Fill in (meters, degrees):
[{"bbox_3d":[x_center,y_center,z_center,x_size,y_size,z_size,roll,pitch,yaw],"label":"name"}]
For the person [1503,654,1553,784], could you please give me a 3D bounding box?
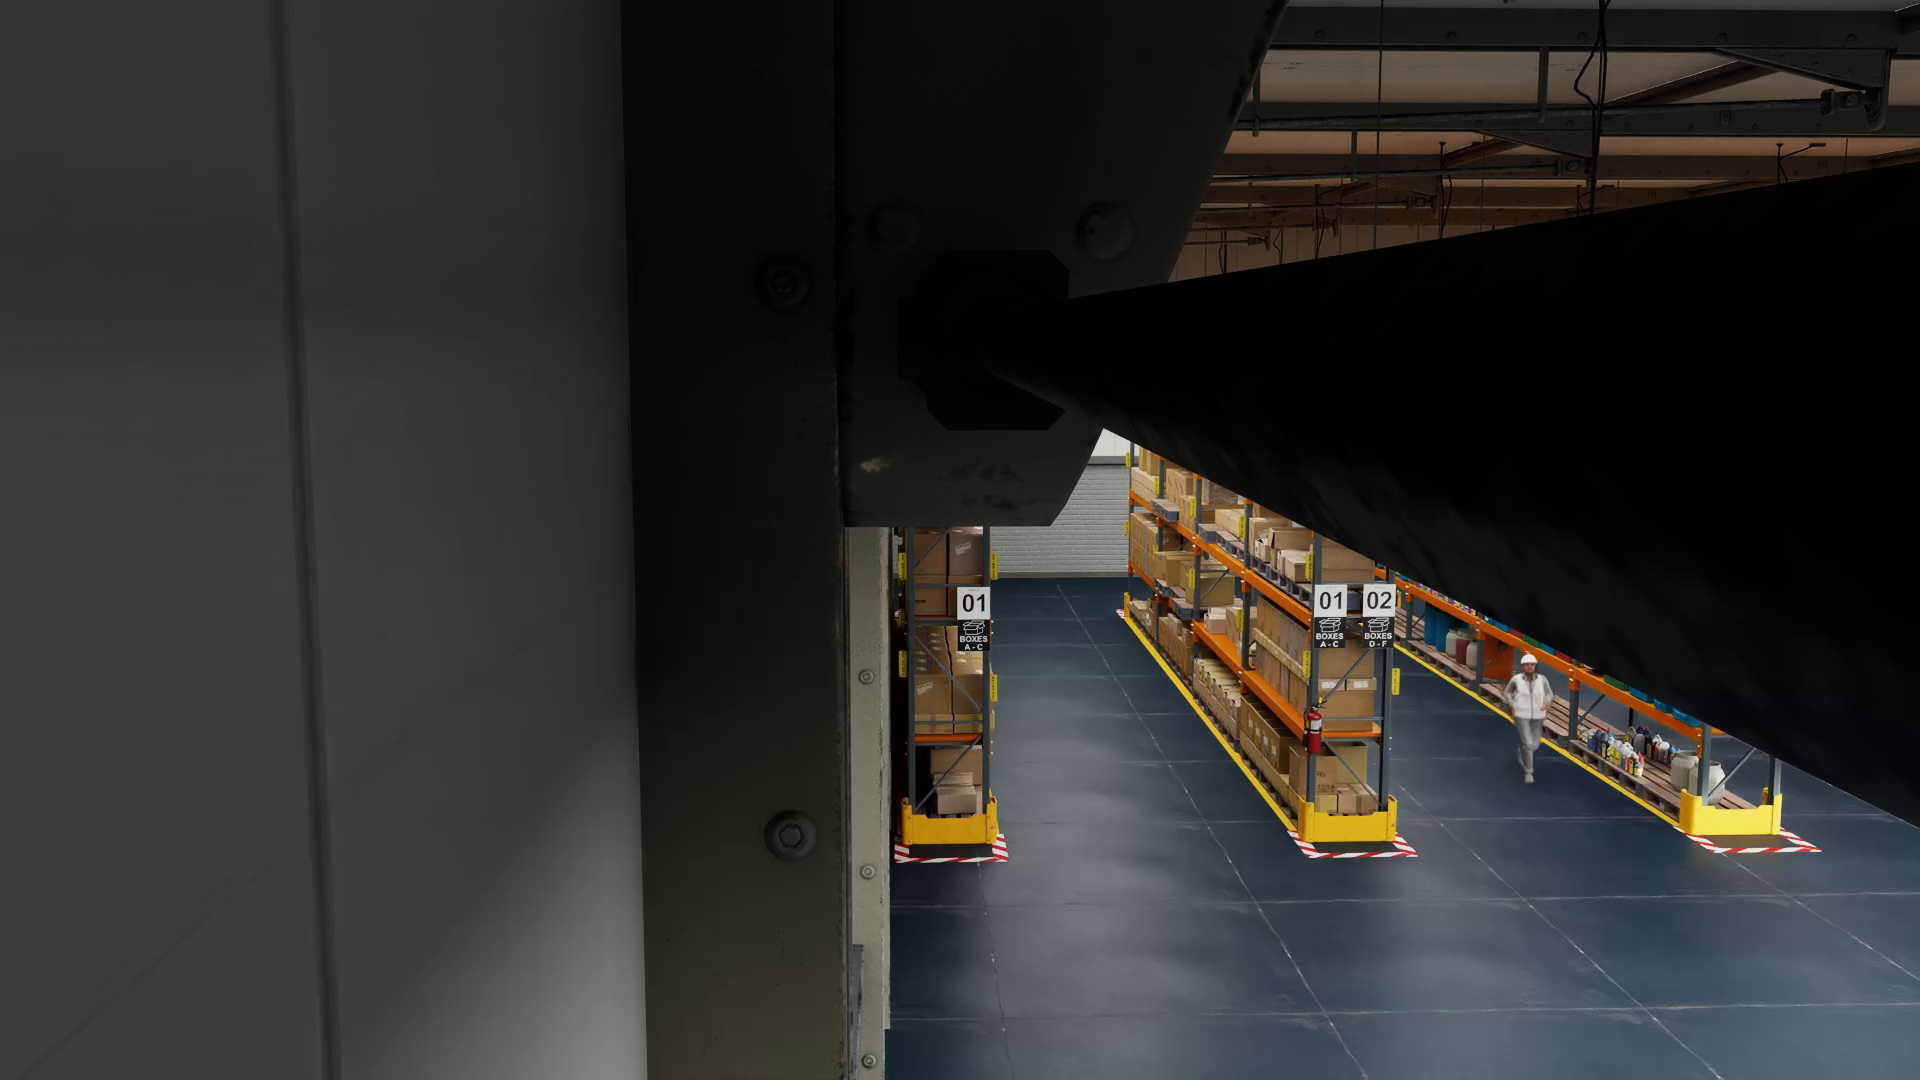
[{"bbox_3d":[8.004,2.479,23.408,0.656,1.772,0.800,1,7,4],"label":"person"}]
